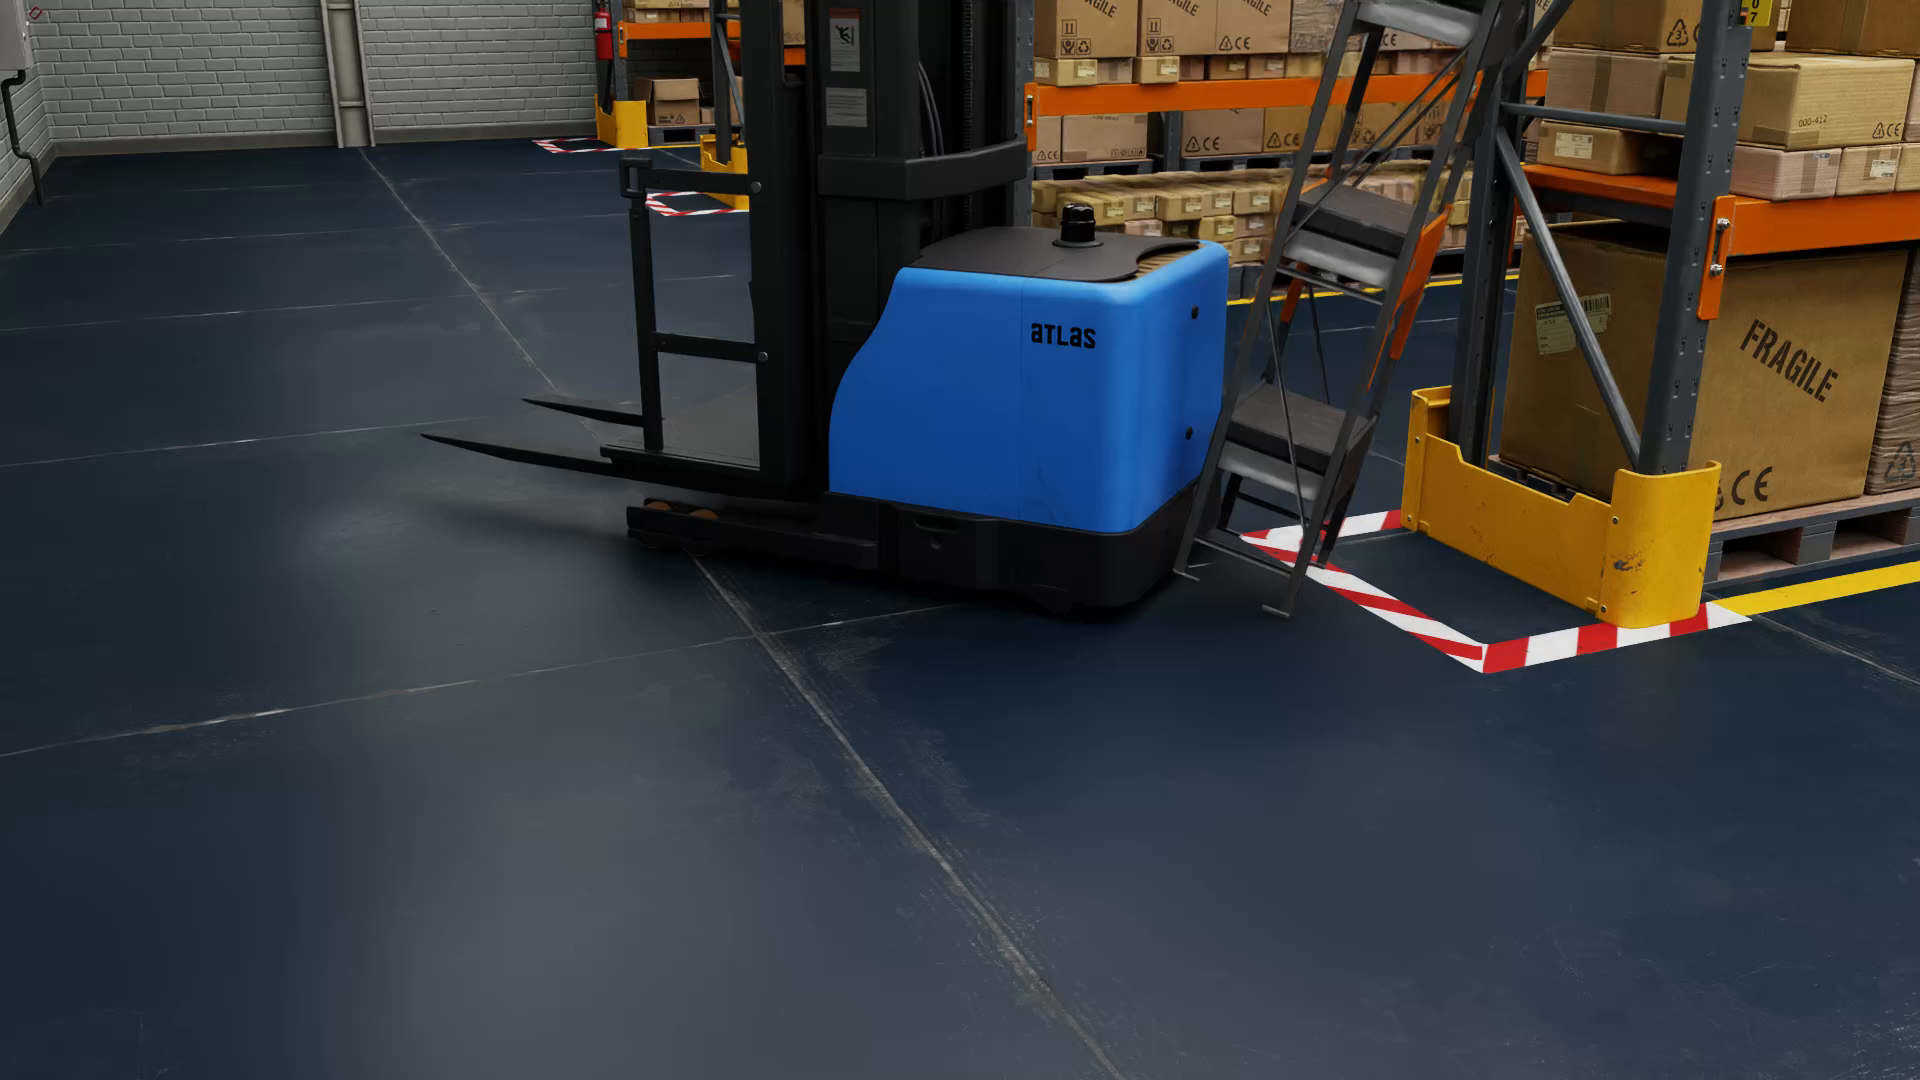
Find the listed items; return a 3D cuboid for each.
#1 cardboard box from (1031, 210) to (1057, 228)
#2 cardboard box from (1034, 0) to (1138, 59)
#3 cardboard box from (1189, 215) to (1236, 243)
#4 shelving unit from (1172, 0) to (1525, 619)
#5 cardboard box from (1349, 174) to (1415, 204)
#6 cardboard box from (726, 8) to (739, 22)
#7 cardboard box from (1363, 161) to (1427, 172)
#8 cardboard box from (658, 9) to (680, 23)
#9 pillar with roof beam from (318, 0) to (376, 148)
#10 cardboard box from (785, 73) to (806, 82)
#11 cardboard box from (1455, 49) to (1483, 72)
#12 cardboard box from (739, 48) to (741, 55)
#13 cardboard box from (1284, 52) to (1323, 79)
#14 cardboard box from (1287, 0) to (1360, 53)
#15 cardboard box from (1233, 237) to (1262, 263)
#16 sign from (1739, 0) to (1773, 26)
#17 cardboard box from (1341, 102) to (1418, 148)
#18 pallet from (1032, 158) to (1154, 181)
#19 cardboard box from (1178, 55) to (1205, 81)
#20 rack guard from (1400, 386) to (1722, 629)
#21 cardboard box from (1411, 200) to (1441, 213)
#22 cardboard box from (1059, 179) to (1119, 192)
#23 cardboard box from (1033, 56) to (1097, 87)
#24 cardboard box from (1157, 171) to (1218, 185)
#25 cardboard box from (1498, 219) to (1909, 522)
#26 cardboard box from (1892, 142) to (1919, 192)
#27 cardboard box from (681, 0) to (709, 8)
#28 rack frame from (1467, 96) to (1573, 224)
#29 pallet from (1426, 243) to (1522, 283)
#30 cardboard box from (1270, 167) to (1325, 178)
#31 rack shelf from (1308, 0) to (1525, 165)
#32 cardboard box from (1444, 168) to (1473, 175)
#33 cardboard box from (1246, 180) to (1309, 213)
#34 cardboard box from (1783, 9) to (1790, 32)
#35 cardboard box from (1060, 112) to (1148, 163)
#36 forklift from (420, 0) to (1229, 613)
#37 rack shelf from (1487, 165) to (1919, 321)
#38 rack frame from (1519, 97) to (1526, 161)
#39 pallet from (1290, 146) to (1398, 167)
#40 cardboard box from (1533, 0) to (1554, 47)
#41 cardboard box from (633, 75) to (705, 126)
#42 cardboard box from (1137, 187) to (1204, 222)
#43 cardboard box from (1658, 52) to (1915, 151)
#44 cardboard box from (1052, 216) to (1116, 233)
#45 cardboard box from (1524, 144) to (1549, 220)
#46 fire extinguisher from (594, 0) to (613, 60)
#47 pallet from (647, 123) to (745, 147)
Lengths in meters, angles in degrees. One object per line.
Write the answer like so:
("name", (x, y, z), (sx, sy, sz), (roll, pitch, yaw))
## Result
("cardboard box", (0.529, -2.008, 10.420), (0.250, 0.149, 0.380), (-9, 21, -23))
("cardboard box", (0.679, -3.020, 9.484), (0.500, 0.500, 0.500), (-7, 21, -19))
("cardboard box", (1.483, -1.921, 10.173), (0.250, 0.149, 0.380), (-7, 21, -20))
("shelving unit", (1.194, -0.823, 5.116), (0.431, 2.100, 0.503), (22, 26, 18))
("cardboard box", (2.681, -2.237, 10.623), (0.250, 0.149, 0.380), (-9, 21, -25))
("cardboard box", (-2.514, -5.852, 18.504), (0.250, 0.149, 0.380), (-8, 21, -21))
("cardboard box", (2.943, -2.469, 11.283), (0.250, 0.149, 0.380), (-8, 21, -23))
("cardboard box", (-3.240, -5.756, 18.231), (0.250, 0.149, 0.380), (-8, 21, -21))
("pillar with roof beam", (-4.993, -7.304, 13.217), (0.400, 9.000, 9.100), (-8, 21, -22))
("cardboard box", (-1.941, -5.077, 19.057), (0.500, 0.500, 0.500), (-8, 21, -21))
("cardboard box", (3.199, -3.072, 10.610), (0.250, 0.149, 0.380), (-7, 21, -20))
("cardboard box", (3.889, -0.855, 6.240), (3.687, 1.028, 20.766), (-8, 21, -22))
("cardboard box", (1.997, -2.903, 10.127), (0.250, 0.149, 0.380), (-7, 21, -20))
("cardboard box", (2.081, -3.228, 10.074), (0.500, 0.500, 0.500), (-9, 21, -23))
("cardboard box", (1.673, -1.839, 10.390), (0.250, 0.149, 0.380), (-8, 21, -22))
("sign", (2.244, -1.607, 4.648), (0.005, 0.325, 0.100), (-8, 21, -22))
("cardboard box", (3.962, -4.421, 16.627), (0.875, 0.875, 0.875), (-8, 21, -21))
("pallet", (1.048, -3.489, 15.612), (1.213, 0.211, 1.003), (-8, 21, -22))
("cardboard box", (1.254, -2.823, 9.901), (0.250, 0.149, 0.380), (-7, 21, -19))
("rack guard", (2.008, -0.150, 5.694), (0.348, 0.500, 1.175), (-8, 21, -22))
("cardboard box", (2.916, -2.156, 10.841), (0.250, 0.149, 0.380), (-8, 21, -21))
("cardboard box", (0.797, -2.154, 10.388), (0.250, 0.149, 0.380), (-8, 21, -21))
("cardboard box", (0.585, -2.682, 9.500), (0.250, 0.149, 0.380), (-8, 21, -22))
("cardboard box", (1.472, -2.294, 10.785), (0.250, 0.149, 0.380), (-7, 21, -20))
("cardboard box", (2.586, -0.636, 5.880), (0.875, 0.875, 0.875), (-8, 21, -22))
("cardboard box", (2.956, -1.227, 5.370), (0.250, 0.149, 0.380), (-9, 21, -23))
("cardboard box", (-2.879, -5.981, 18.269), (0.500, 0.250, 0.500), (-8, 21, -21))
("rack frame", (3.831, -3.384, 11.116), (0.127, 3.000, 1.000), (-8, 21, -22))
("pallet", (3.228, -1.969, 11.298), (1.213, 0.211, 1.003), (-8, 21, -22))
("cardboard box", (2.229, -2.358, 10.968), (0.250, 0.149, 0.380), (-9, 21, -24))
("rack shelf", (1.340, -1.428, 4.828), (0.431, 0.518, 0.480), (22, 26, 18))
("cardboard box", (3.388, -2.346, 10.933), (0.250, 0.149, 0.380), (-8, 21, -21))
("cardboard box", (1.974, -2.136, 10.337), (0.250, 0.149, 0.380), (-8, 21, -21))
("cardboard box", (5.571, -3.548, 11.329), (0.250, 0.149, 0.380), (-9, 21, -23))
("cardboard box", (1.158, -3.820, 15.580), (0.875, 0.438, 0.875), (-8, 21, -23))
("forklift", (-0.619, -1.469, 5.781), (3.031, 2.935, 1.130), (9, 21, 24))
("rack shelf", (3.866, -1.256, 6.155), (4.000, 0.370, 1.077), (-8, 21, -22))
("rack frame", (5.450, -5.406, 16.860), (0.127, 3.000, 1.000), (-8, 21, -22))
("pallet", (3.578, -3.851, 16.642), (1.213, 0.211, 1.003), (-8, 21, -22))
("cardboard box", (3.498, -3.422, 10.625), (0.500, 0.500, 0.500), (-8, 21, -22))
("cardboard box", (-3.266, -4.939, 18.660), (0.637, 0.503, 0.797), (-9, 21, -24))
("cardboard box", (1.261, -2.024, 10.018), (0.250, 0.149, 0.380), (-8, 21, -22))
("cardboard box", (2.577, -1.382, 5.209), (0.500, 0.250, 0.500), (-9, 21, -23))
("cardboard box", (0.741, -1.842, 9.949), (0.250, 0.149, 0.380), (-7, 21, -20))
("cardboard box", (4.410, -2.577, 11.956), (0.500, 0.500, 0.500), (-9, 21, -23))
("fire extinguisher", (-3.817, -5.494, 17.788), (0.183, 0.674, 0.296), (-8, 21, -22))
("pallet", (-3.064, -4.667, 18.959), (1.213, 0.211, 1.003), (-8, 21, -22))
